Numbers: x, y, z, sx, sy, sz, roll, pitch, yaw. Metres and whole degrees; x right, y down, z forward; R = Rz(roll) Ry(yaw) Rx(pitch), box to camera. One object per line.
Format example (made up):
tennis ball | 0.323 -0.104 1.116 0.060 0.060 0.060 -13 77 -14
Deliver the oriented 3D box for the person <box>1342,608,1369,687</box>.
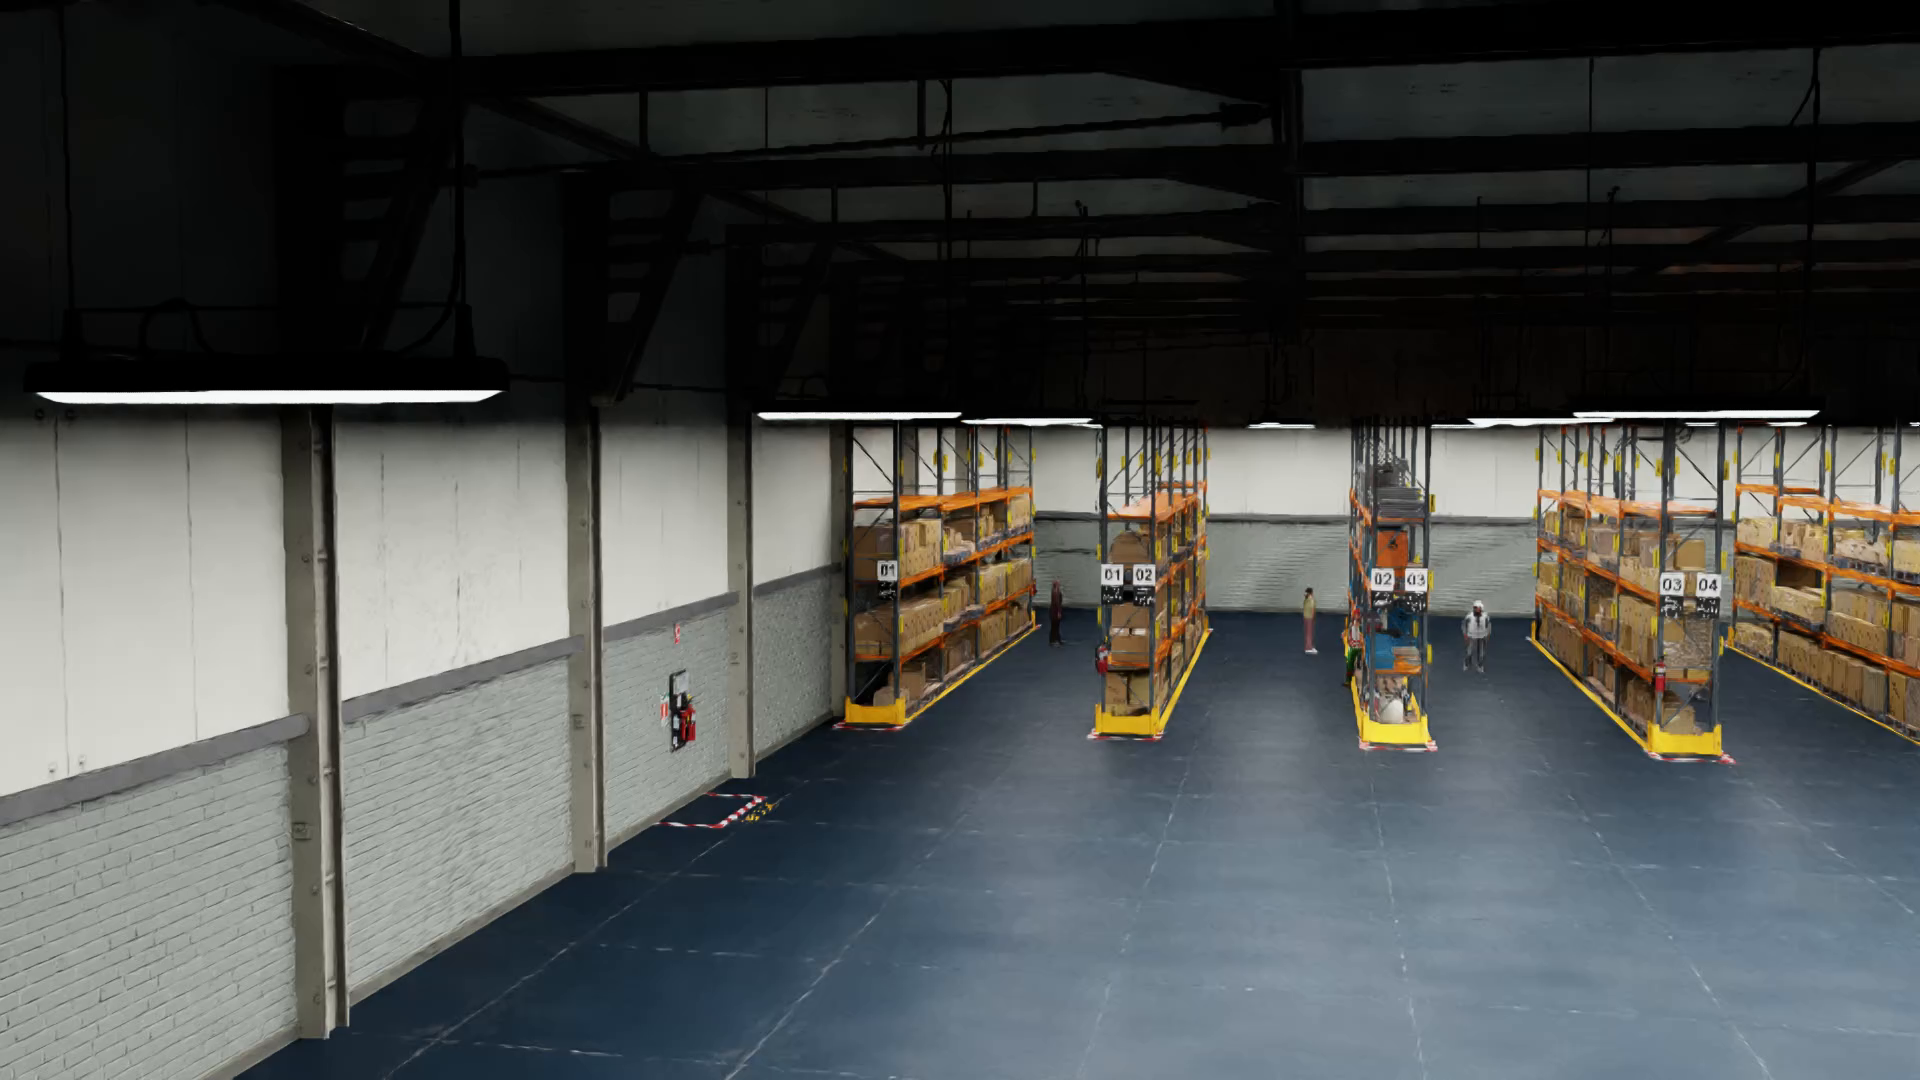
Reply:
person | 8.895 2.389 37.064 0.595 1.753 0.996 2 5 33

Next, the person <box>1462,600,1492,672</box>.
person | 12.153 2.263 39.132 0.677 1.726 0.574 1 4 9

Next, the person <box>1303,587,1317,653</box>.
person | 9.007 2.032 42.677 0.440 1.675 0.498 -1 4 -20

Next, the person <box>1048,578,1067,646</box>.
person | 2.586 1.889 43.944 0.519 1.788 0.648 0 4 -4

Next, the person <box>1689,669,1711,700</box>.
person | 15.567 2.522 35.102 0.462 1.723 0.588 -1 4 -16
